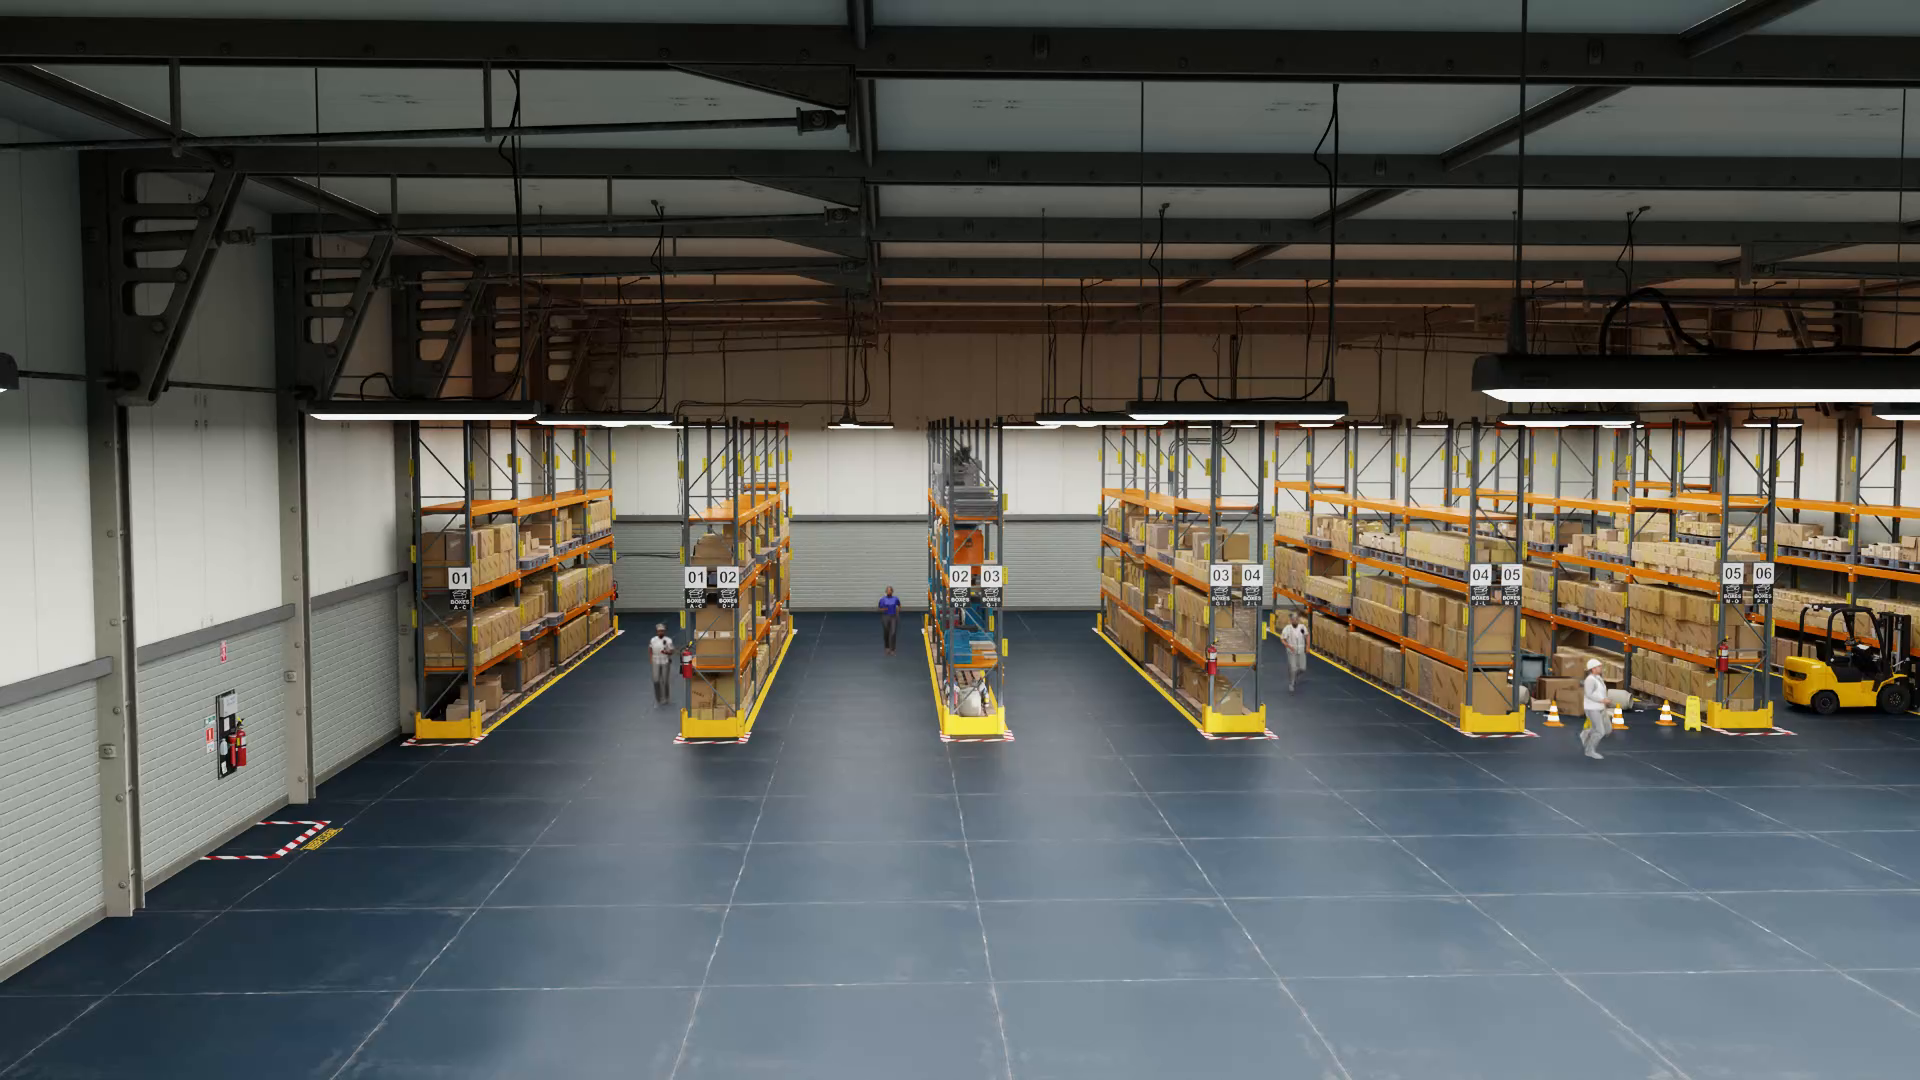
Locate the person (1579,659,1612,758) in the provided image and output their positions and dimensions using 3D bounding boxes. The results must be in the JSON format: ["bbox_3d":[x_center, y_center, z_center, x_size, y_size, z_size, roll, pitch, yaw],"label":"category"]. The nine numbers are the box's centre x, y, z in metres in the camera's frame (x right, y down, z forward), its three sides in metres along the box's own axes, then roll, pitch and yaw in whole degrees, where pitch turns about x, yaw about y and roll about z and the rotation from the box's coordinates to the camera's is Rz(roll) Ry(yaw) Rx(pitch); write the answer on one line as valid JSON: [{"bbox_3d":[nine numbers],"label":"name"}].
[{"bbox_3d":[11.167,2.953,29.195,0.591,1.737,0.698,3,5,36],"label":"person"}]

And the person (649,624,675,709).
[{"bbox_3d":[-6.226,2.615,34.672,0.560,1.753,0.727,0,4,-3],"label":"person"}]

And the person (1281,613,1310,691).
[{"bbox_3d":[7.426,2.463,36.724,0.688,1.745,0.660,0,4,-3],"label":"person"}]

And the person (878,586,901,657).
[{"bbox_3d":[-1.701,1.969,40.142,0.575,1.708,0.842,0,4,-5],"label":"person"}]
